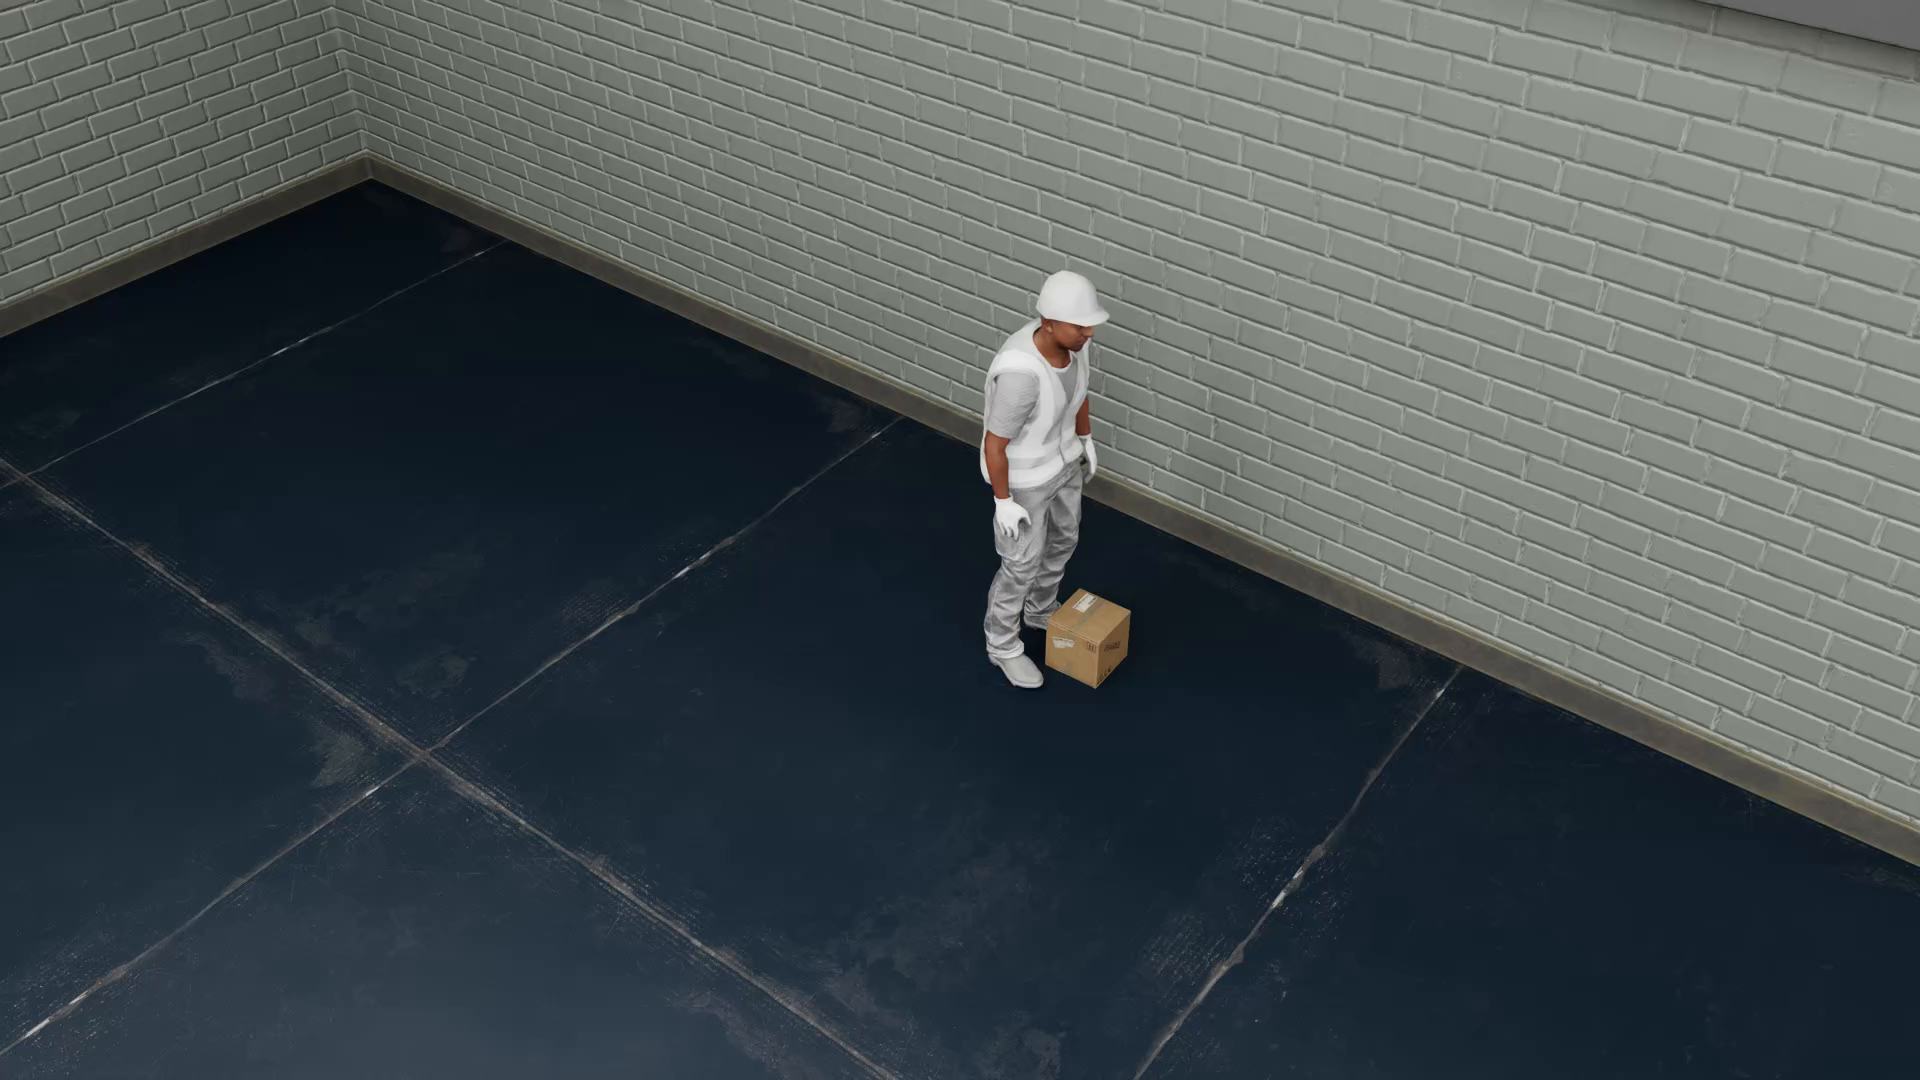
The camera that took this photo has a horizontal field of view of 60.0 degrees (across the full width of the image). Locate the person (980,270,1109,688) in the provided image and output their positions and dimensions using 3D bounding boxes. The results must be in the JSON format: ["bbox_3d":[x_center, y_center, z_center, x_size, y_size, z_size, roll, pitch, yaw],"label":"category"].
[{"bbox_3d":[0.323,-0.260,6.470,0.449,1.774,0.616,25,45,28],"label":"person"}]
